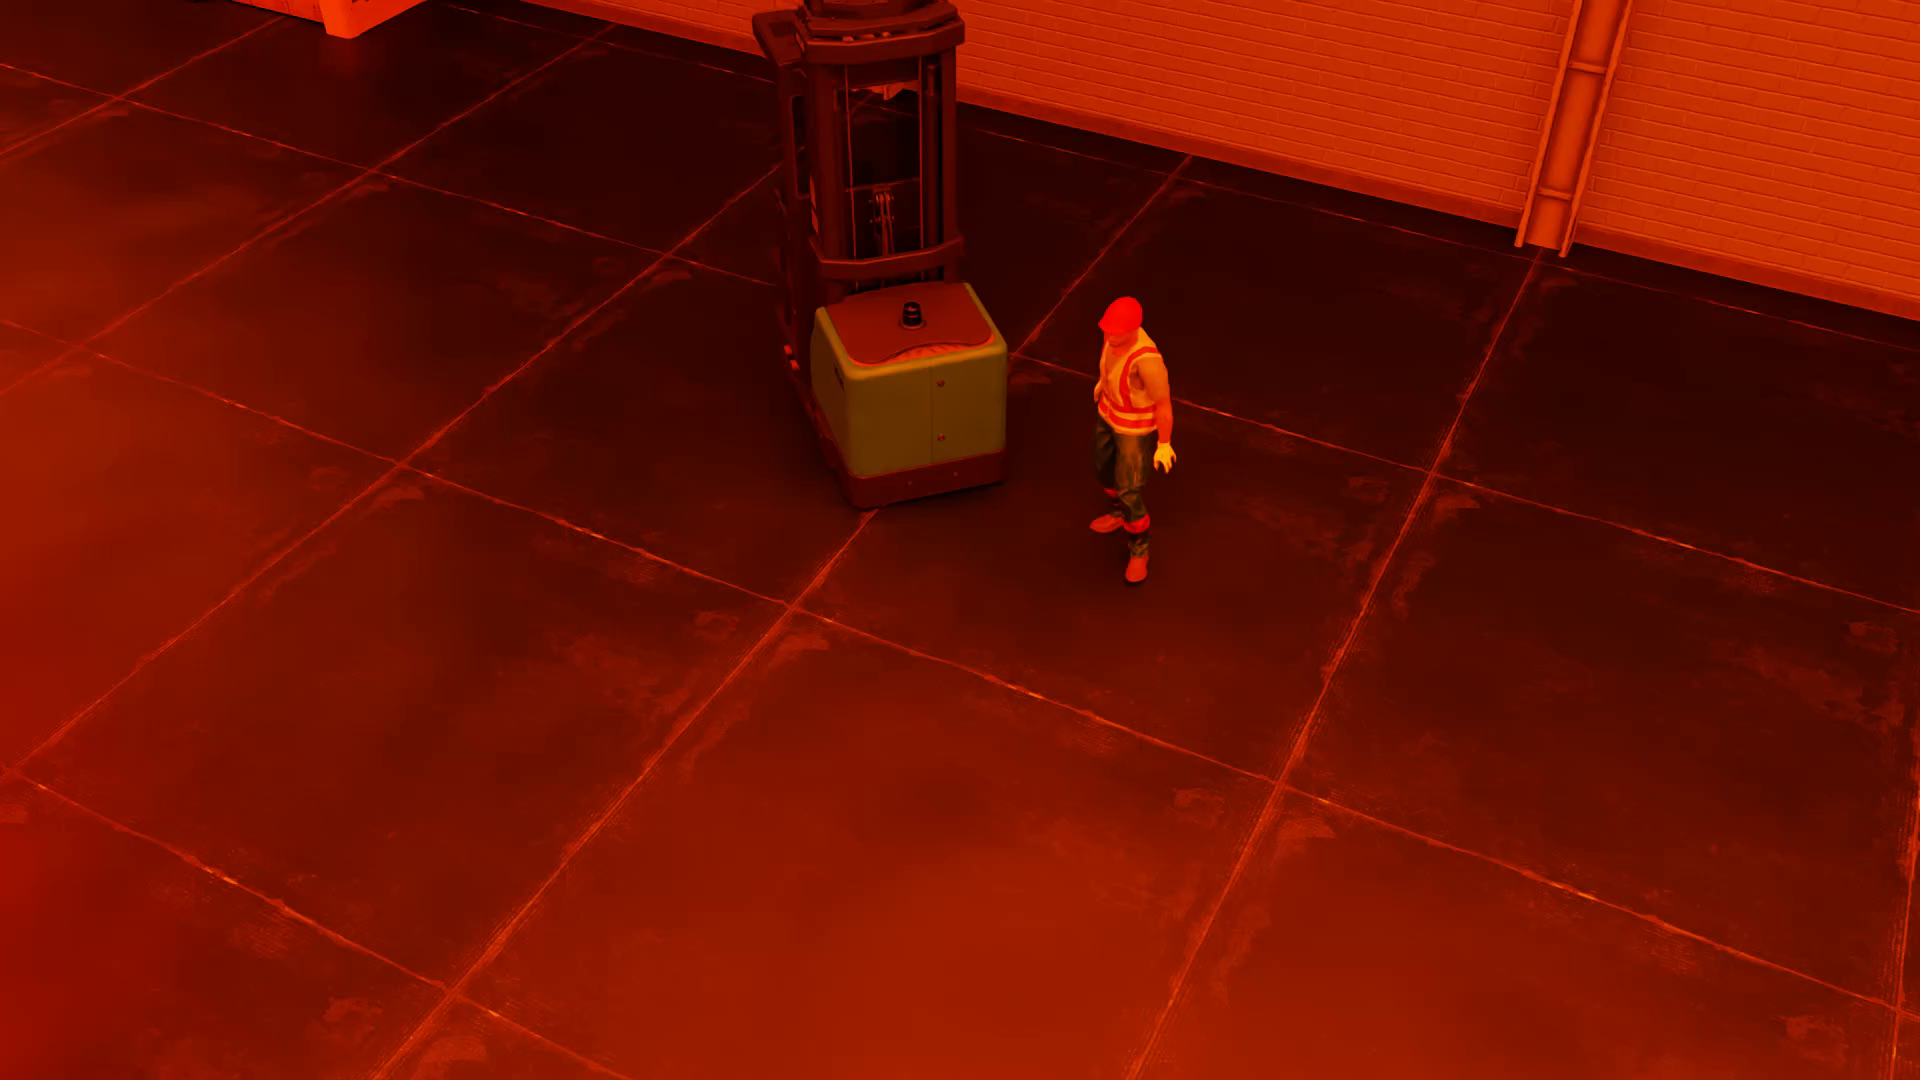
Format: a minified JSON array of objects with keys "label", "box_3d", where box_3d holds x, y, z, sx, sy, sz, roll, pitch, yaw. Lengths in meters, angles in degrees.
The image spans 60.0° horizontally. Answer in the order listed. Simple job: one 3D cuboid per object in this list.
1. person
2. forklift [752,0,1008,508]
[{"label":"person","box_3d":[0.946,-0.677,9.713,0.437,1.749,0.854,-19,44,-21]},{"label":"forklift","box_3d":[-0.634,-2.278,10.692,1.130,2.935,3.031,-12,42,-14]}]
